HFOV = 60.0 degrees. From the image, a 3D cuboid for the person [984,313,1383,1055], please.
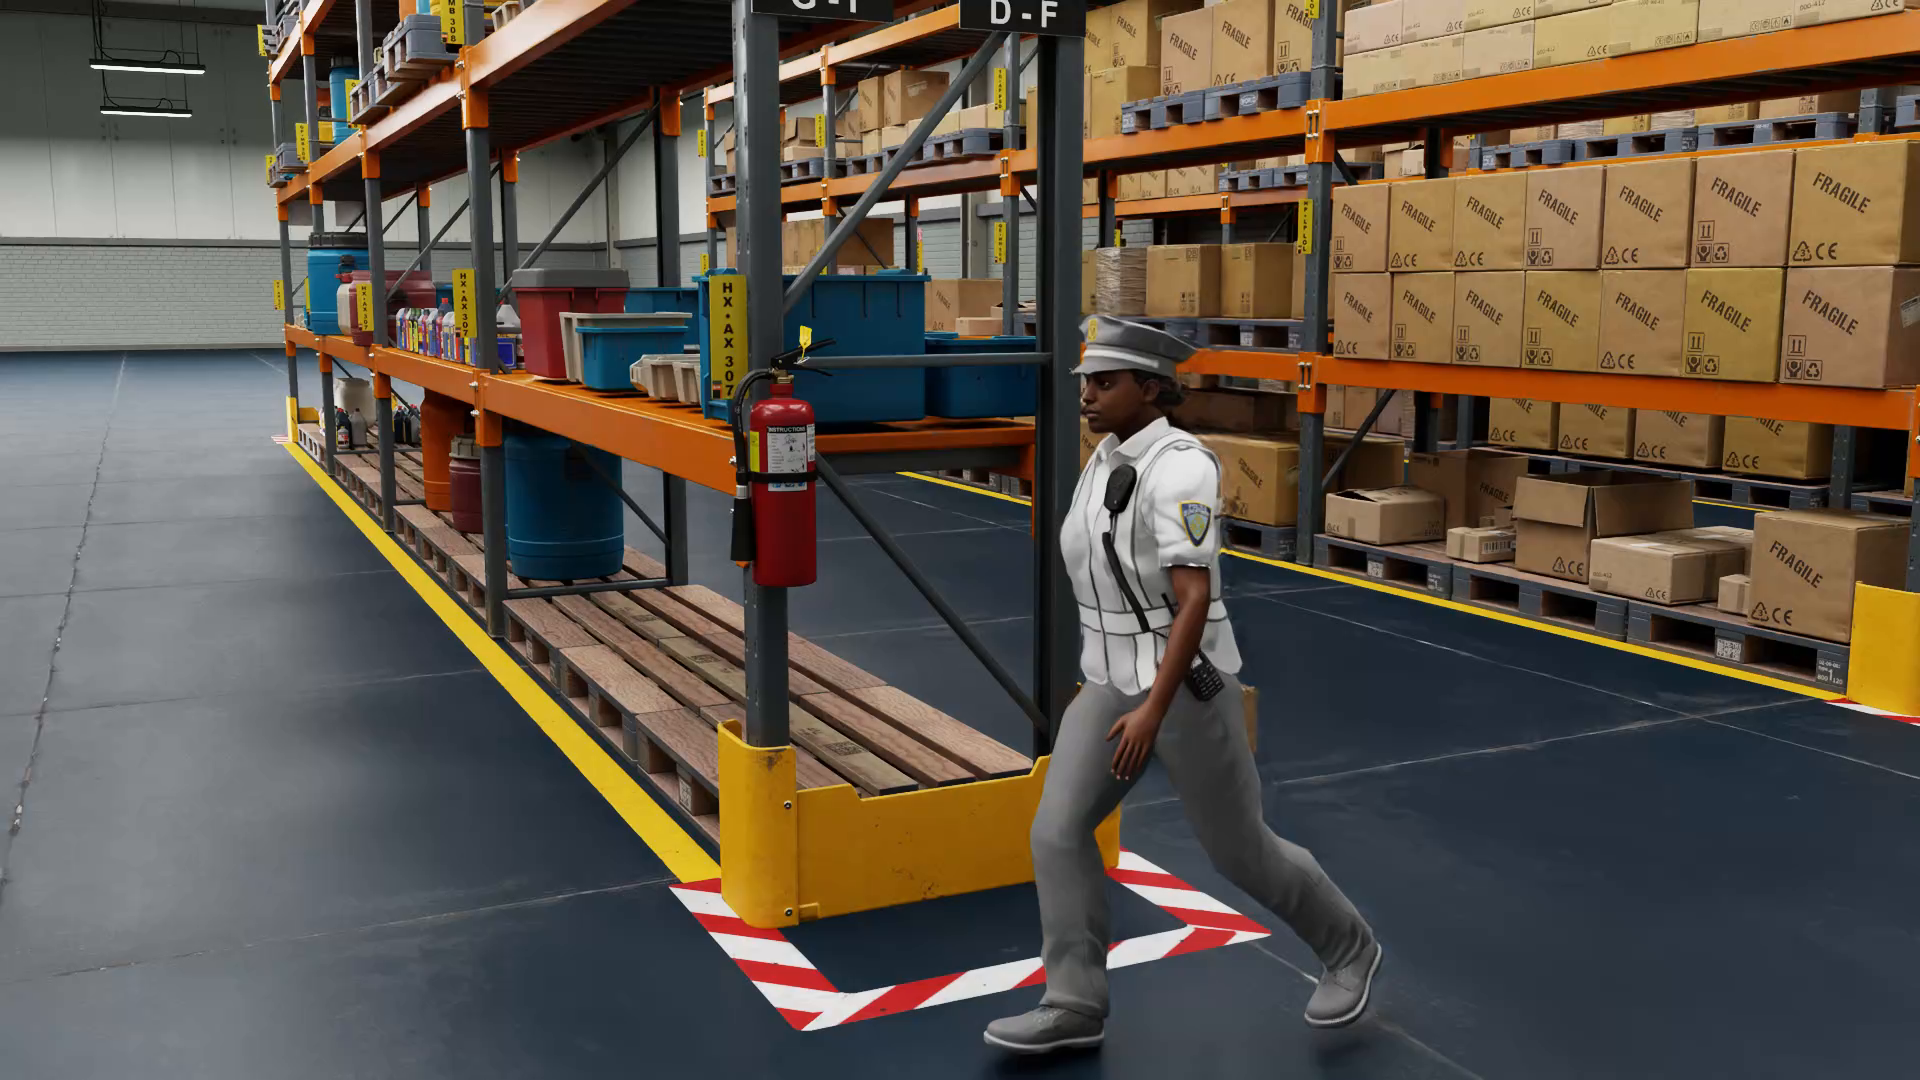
[{"bbox_3d":[0.499,0.321,3.716,0.936,1.641,0.537,-4,10,-26],"label":"person"}]
